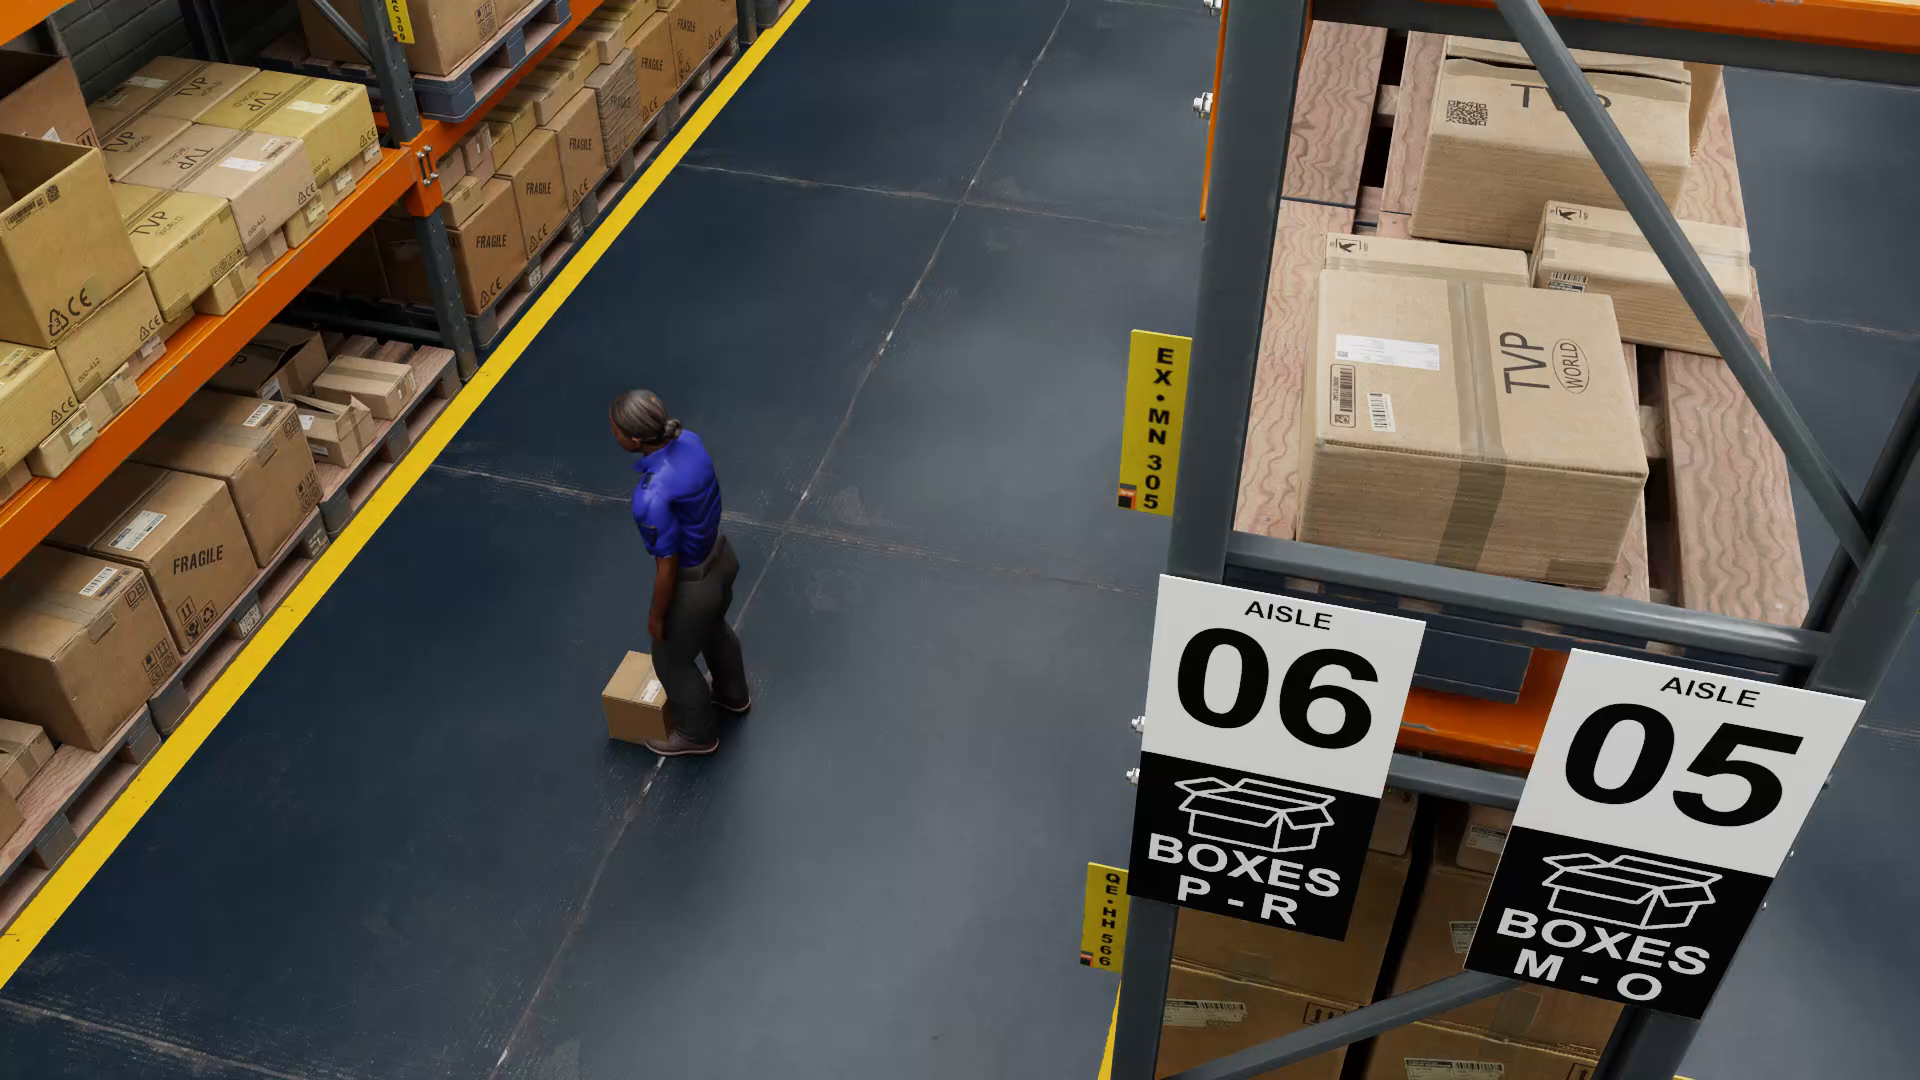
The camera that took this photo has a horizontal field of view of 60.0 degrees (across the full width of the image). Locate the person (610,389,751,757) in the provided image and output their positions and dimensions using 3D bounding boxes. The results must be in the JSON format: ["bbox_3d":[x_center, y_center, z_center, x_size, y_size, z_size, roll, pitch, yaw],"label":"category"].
[{"bbox_3d":[-1.014,0.129,6.016,0.392,1.654,0.513,10,42,11],"label":"person"}]
